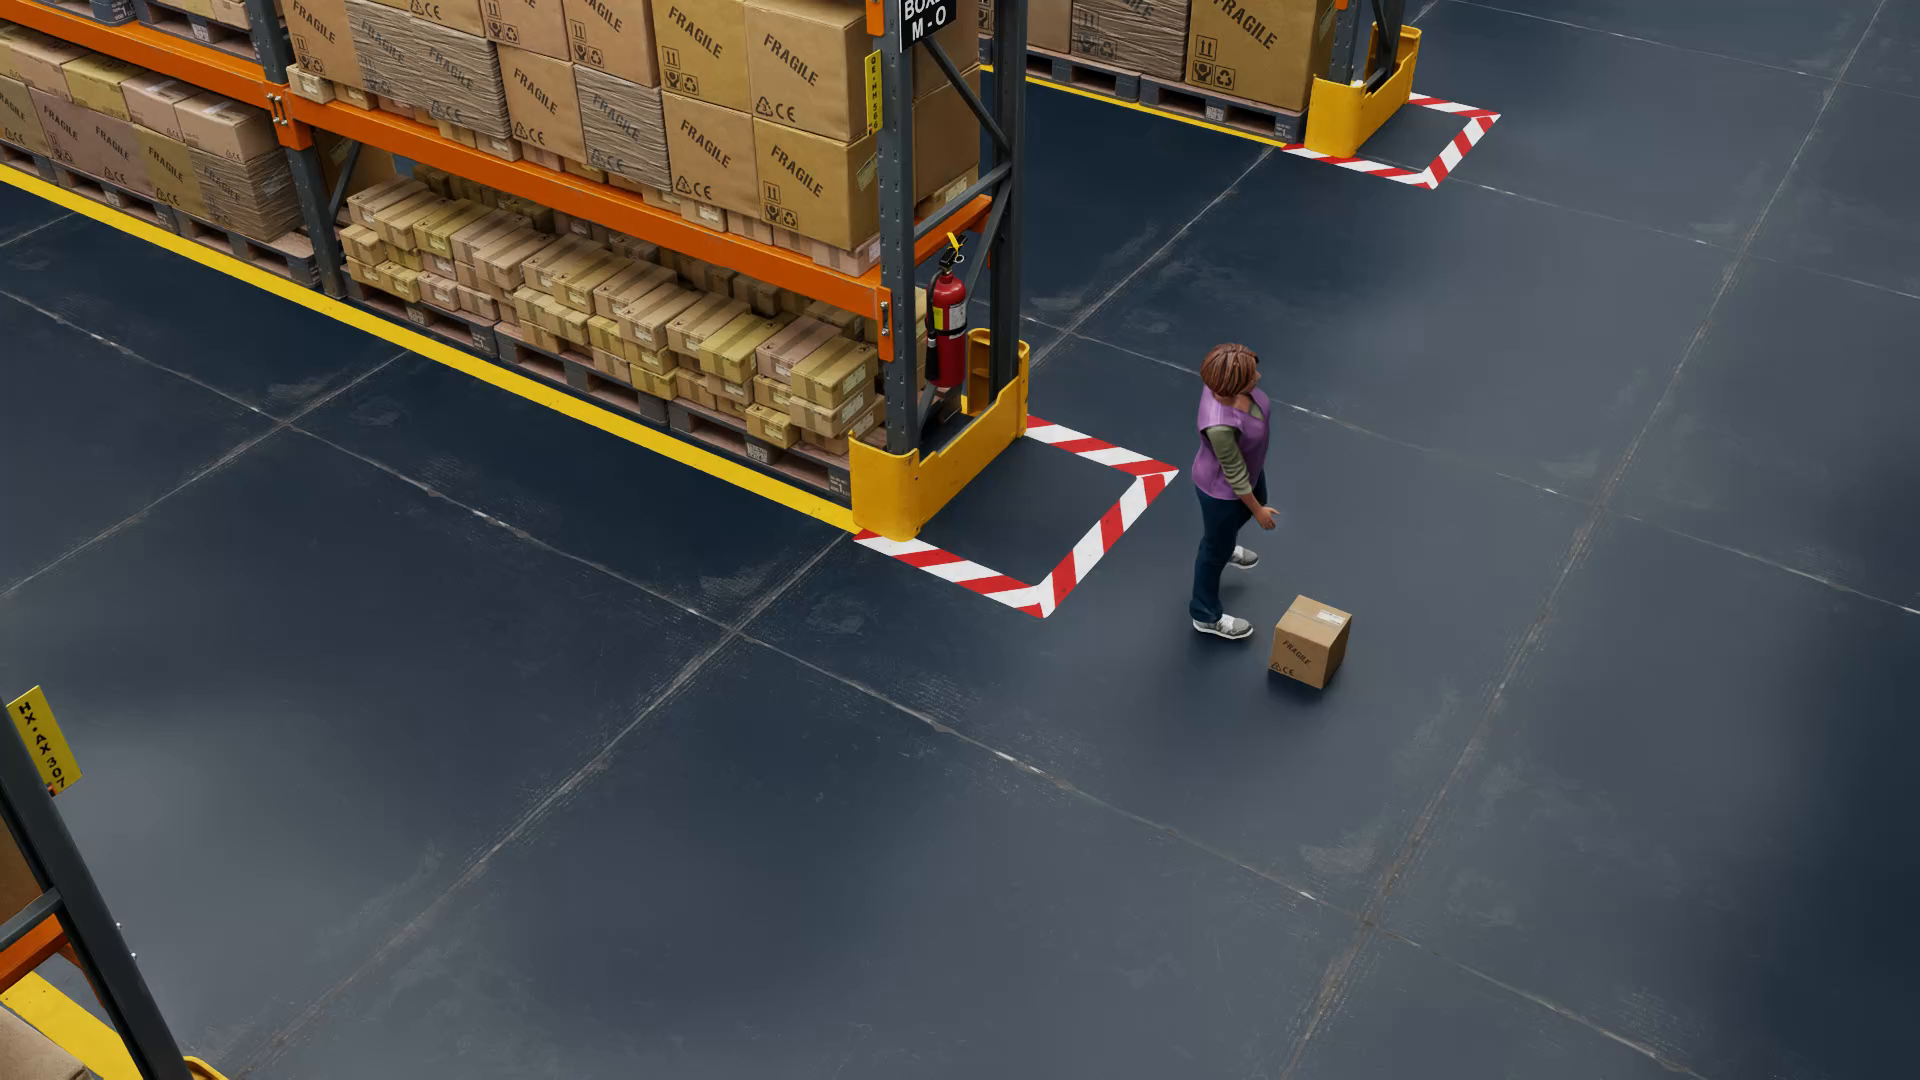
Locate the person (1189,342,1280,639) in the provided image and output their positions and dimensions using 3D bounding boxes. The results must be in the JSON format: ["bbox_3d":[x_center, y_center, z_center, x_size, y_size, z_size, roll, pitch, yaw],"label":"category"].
[{"bbox_3d":[1.186,-0.264,6.997,0.422,1.571,0.723,18,42,20],"label":"person"}]
